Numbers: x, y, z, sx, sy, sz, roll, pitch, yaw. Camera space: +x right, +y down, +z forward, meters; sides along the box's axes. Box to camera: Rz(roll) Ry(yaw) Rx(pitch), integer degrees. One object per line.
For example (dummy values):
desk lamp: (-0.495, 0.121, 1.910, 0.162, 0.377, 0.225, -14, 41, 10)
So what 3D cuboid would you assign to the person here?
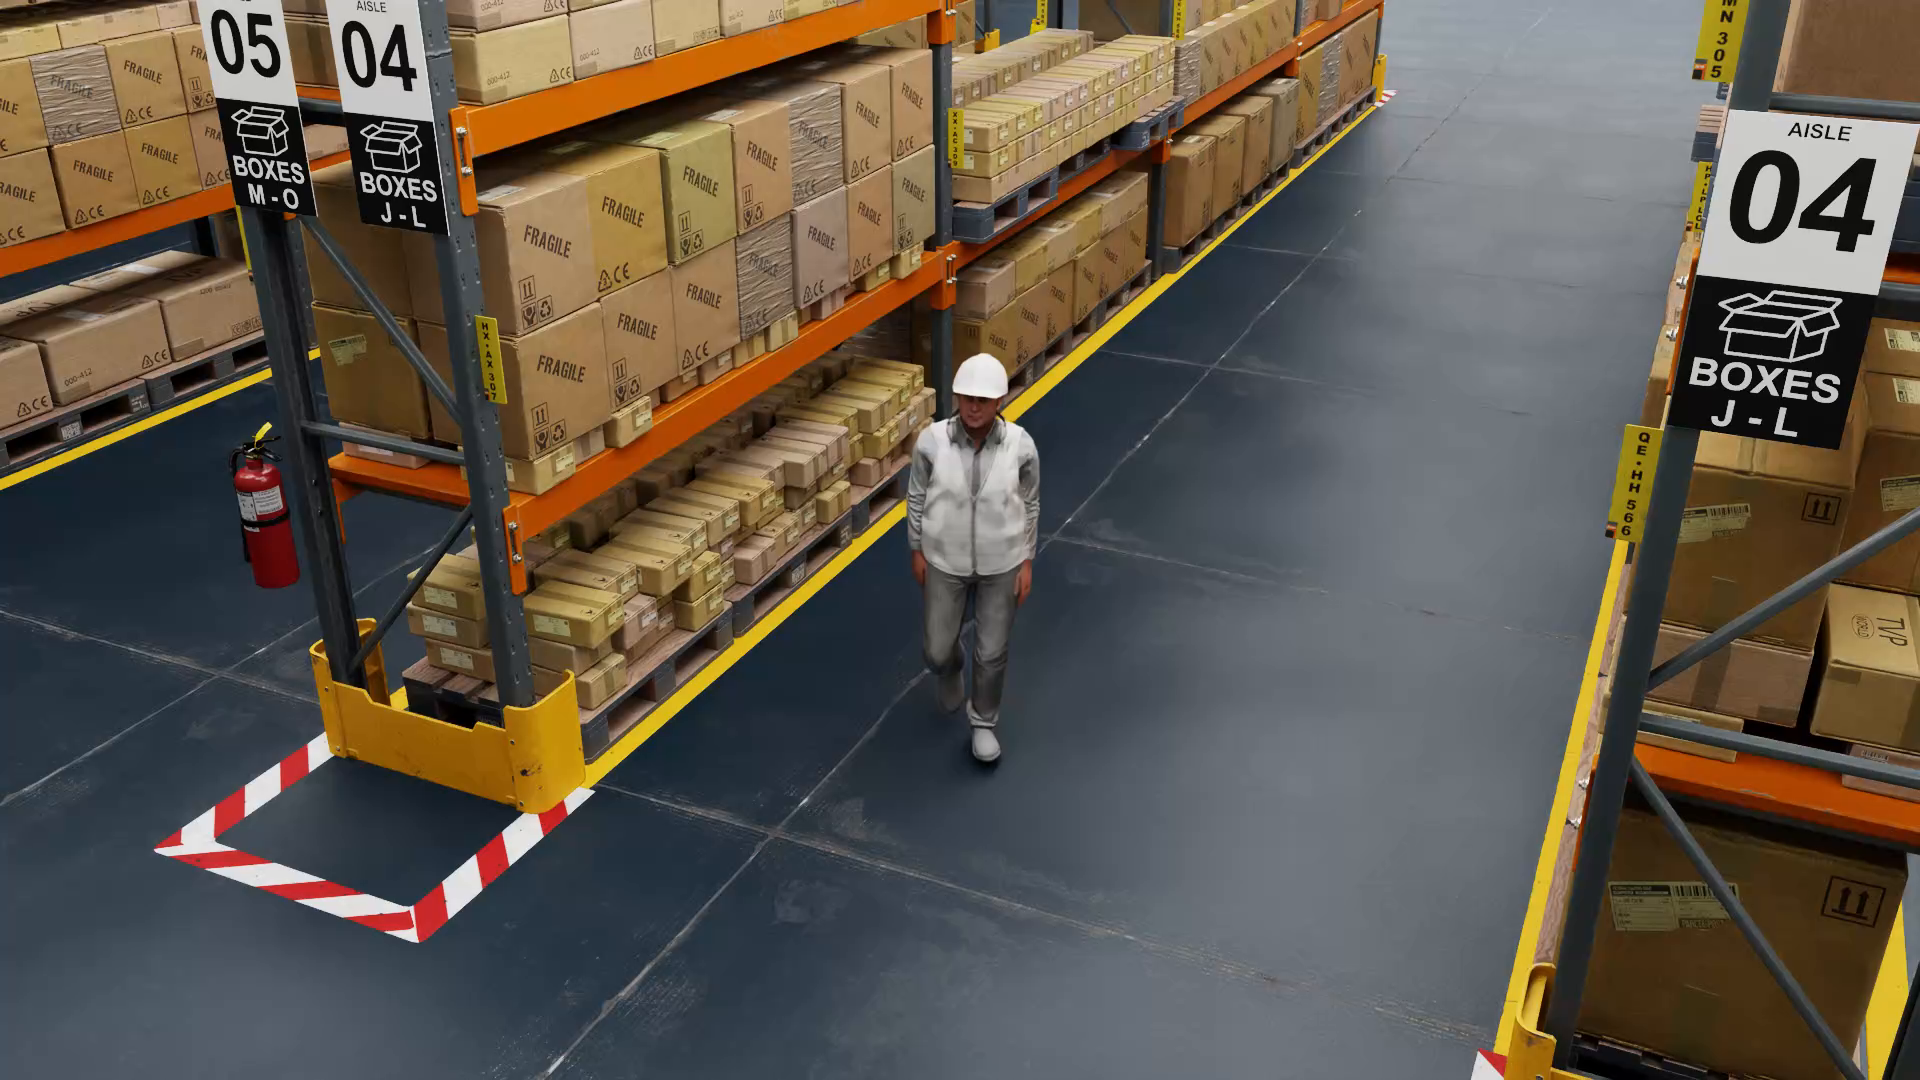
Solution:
person: (0.053, 0.049, 6.928, 0.547, 1.763, 0.556, 0, 26, 1)
